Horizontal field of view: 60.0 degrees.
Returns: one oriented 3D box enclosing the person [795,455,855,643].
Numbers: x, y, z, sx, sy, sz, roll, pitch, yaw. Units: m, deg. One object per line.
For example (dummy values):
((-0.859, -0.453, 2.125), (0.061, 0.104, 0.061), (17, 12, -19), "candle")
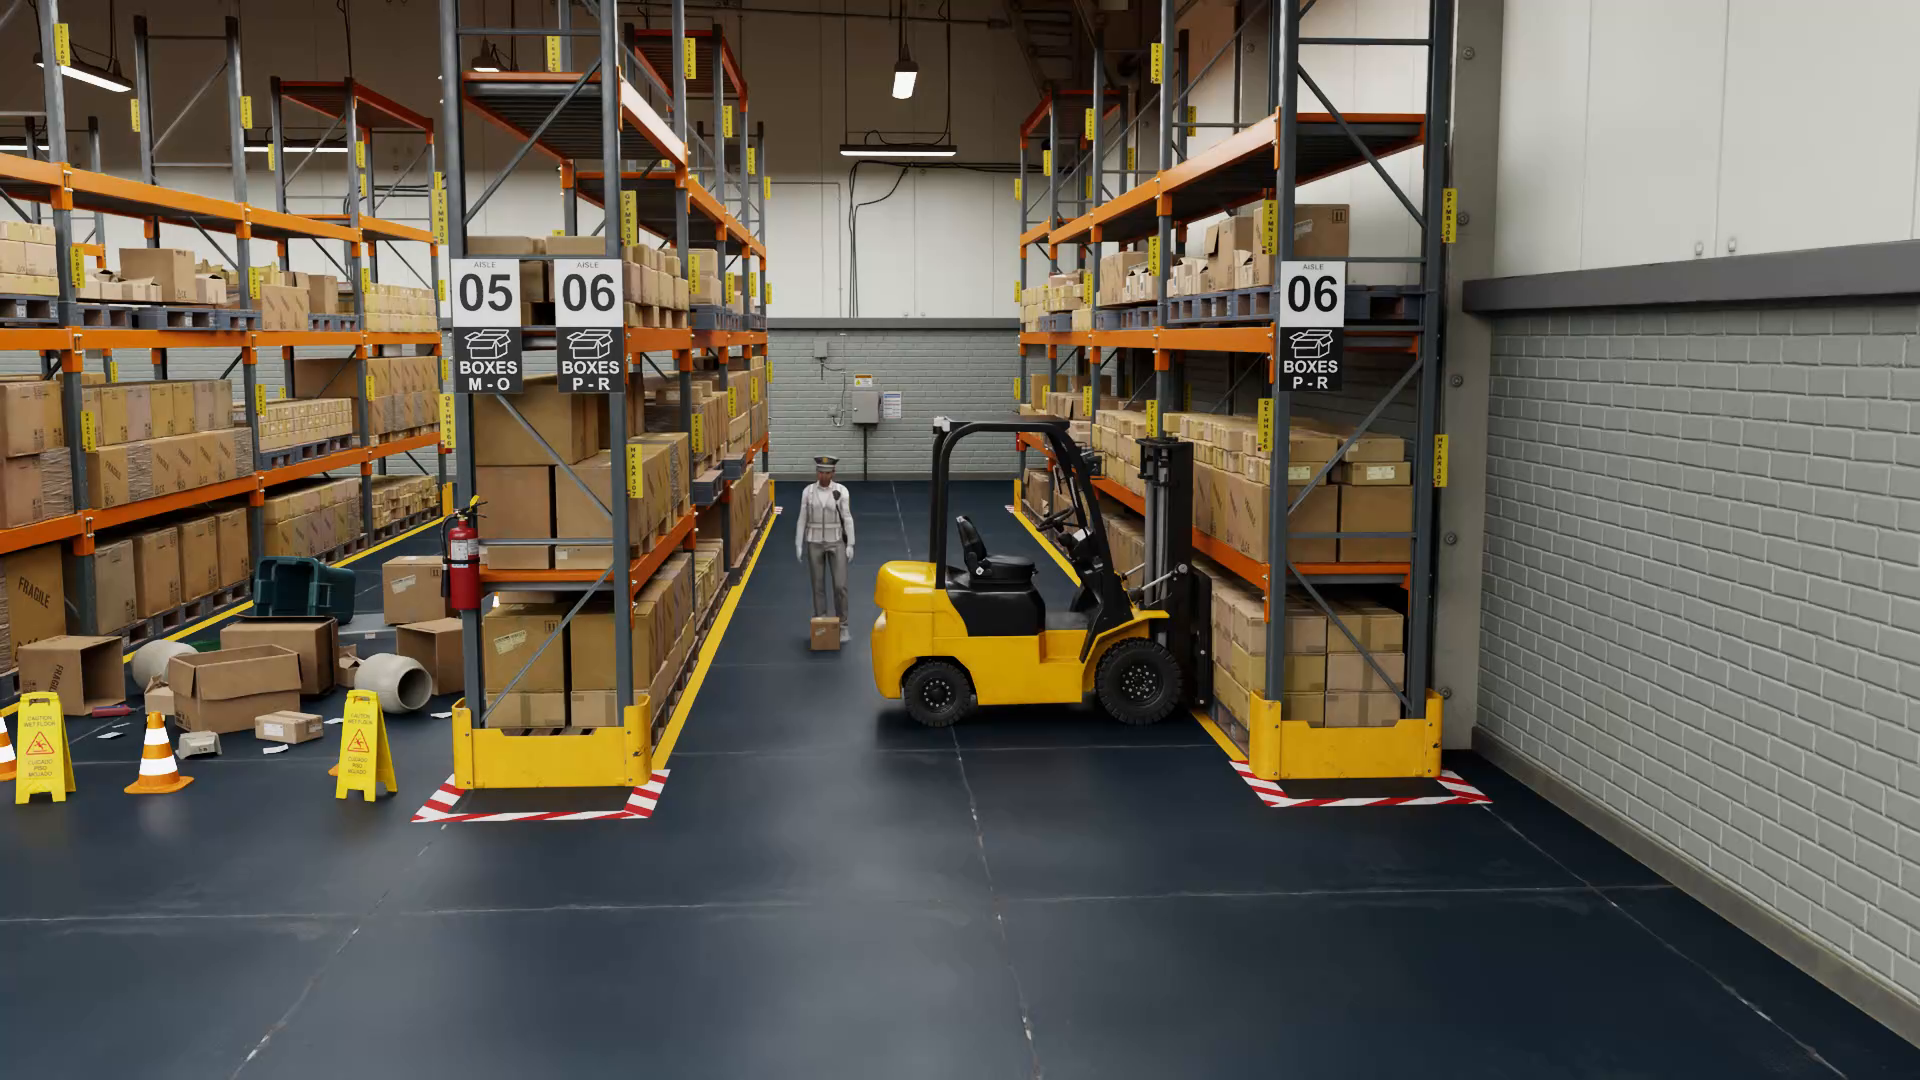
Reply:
((-1.238, 0.081, 15.093), (0.537, 1.694, 0.443), (0, 7, 3), "person")
